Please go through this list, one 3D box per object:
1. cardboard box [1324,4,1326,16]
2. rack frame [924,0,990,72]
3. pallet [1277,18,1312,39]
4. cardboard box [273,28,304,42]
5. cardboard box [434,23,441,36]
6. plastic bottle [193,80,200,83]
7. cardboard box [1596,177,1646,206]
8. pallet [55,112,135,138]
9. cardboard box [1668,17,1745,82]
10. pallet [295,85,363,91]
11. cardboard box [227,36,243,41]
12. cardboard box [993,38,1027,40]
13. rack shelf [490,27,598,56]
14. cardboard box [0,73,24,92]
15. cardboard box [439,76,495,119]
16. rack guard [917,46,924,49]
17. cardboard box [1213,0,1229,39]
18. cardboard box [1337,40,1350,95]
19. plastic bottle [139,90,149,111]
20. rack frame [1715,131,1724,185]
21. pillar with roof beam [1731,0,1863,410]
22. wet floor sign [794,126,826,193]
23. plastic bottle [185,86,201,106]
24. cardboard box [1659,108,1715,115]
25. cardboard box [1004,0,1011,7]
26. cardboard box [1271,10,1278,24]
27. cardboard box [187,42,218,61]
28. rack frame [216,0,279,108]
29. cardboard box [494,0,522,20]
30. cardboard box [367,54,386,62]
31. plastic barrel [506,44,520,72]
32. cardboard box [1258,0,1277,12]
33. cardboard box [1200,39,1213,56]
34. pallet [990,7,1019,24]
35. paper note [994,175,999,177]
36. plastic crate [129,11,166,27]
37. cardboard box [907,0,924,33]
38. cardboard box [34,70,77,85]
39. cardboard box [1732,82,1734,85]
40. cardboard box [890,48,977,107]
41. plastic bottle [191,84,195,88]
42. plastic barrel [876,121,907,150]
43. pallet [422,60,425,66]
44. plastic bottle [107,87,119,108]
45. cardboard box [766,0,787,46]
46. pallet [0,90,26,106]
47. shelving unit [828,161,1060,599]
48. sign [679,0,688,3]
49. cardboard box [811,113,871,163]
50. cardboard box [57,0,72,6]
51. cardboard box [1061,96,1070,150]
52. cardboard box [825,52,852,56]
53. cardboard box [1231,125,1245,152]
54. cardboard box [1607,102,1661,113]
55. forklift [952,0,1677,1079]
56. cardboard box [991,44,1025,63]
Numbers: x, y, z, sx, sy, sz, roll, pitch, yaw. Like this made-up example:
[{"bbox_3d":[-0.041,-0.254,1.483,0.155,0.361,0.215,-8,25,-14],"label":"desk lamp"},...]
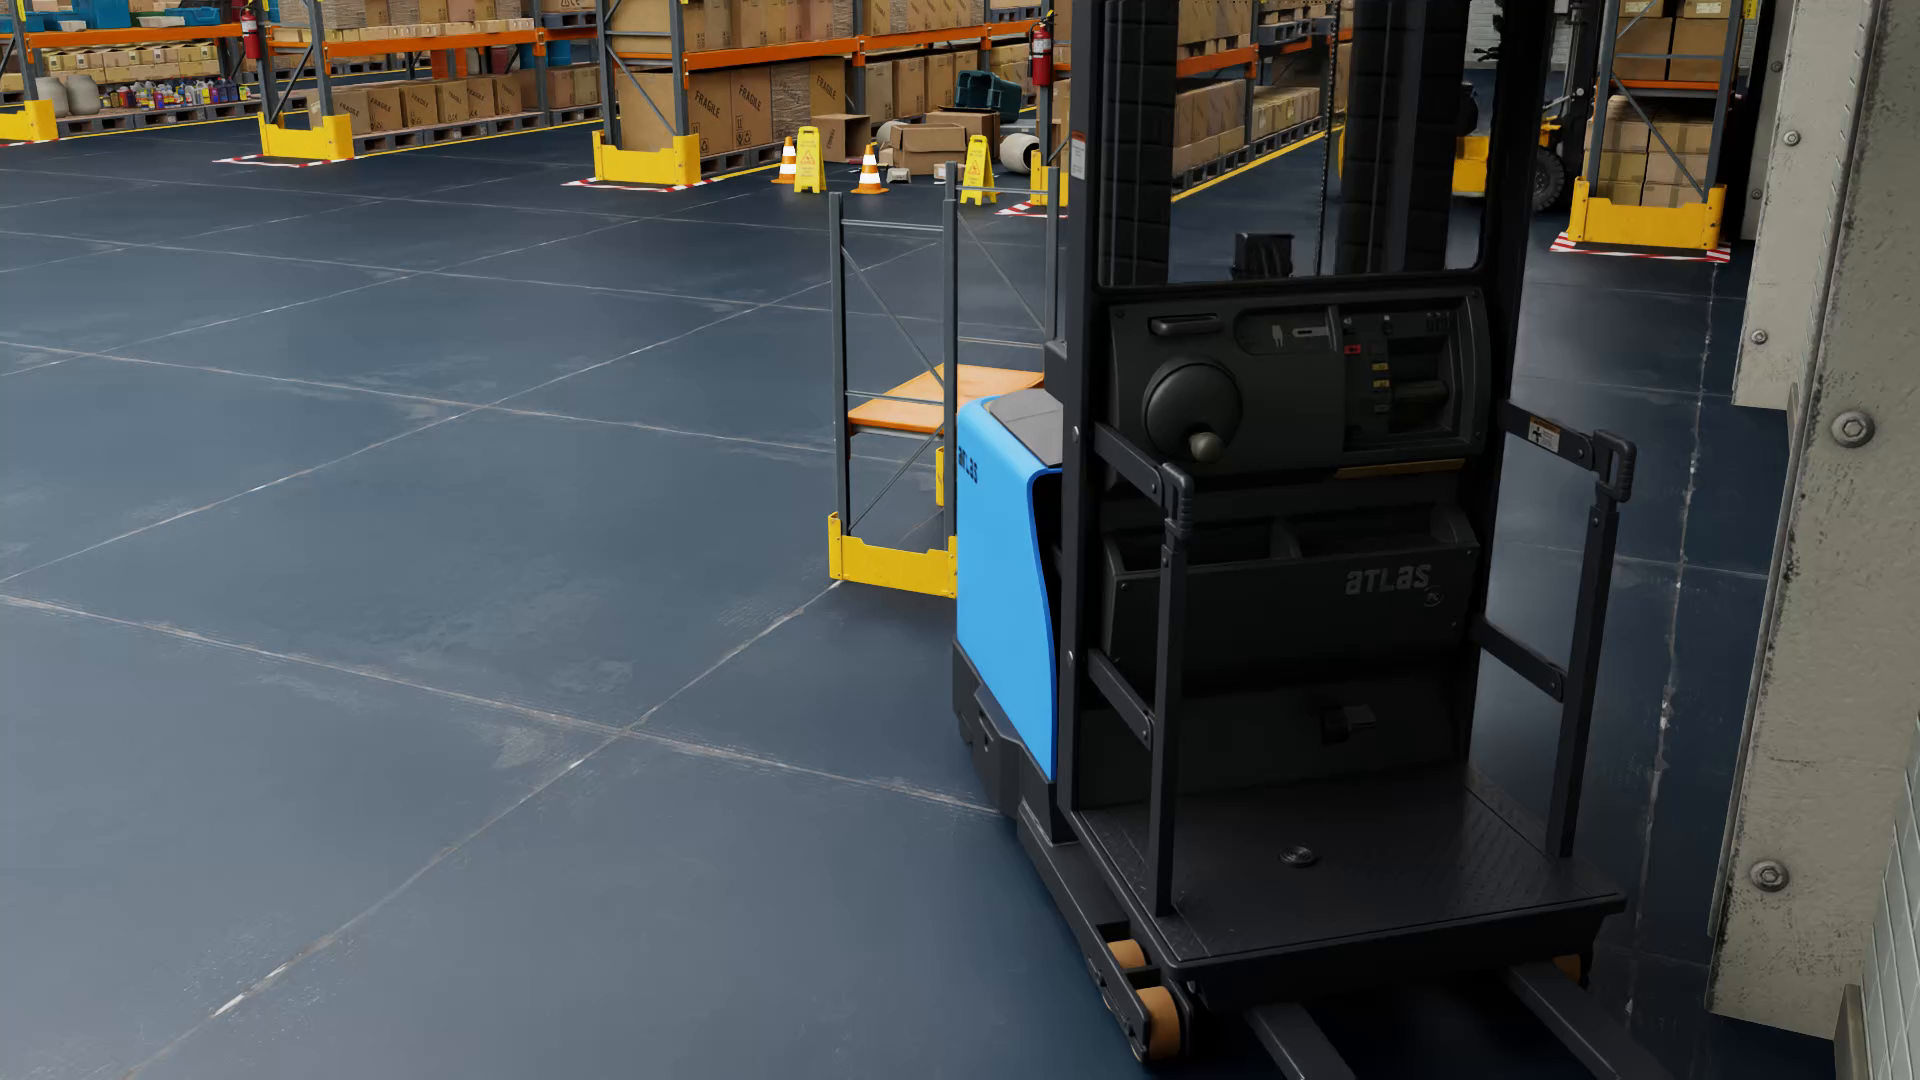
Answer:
[{"bbox_3d":[4.548,-6.914,21.682,0.380,0.149,0.250,9,21,24],"label":"cardboard box"},{"bbox_3d":[-0.046,-7.707,24.164,1.000,3.000,0.127,9,21,23],"label":"rack frame"},{"bbox_3d":[3.738,-6.358,20.656,1.003,0.211,1.213,9,21,23],"label":"pallet"},{"bbox_3d":[-7.877,-5.970,19.655,0.380,0.149,0.250,9,21,23],"label":"cardboard box"},{"bbox_3d":[-6.788,-6.449,21.001,0.380,0.149,0.250,9,21,23],"label":"cardboard box"},{"bbox_3d":[-11.324,-6.660,24.627,0.152,0.276,0.135,9,22,25],"label":"plastic bottle"},{"bbox_3d":[5.669,-3.023,14.469,0.500,0.250,0.500,9,21,23],"label":"cardboard box"},{"bbox_3d":[-11.999,-5.616,22.446,1.003,0.211,1.213,9,21,23],"label":"pallet"},{"bbox_3d":[6.221,-4.094,13.855,0.500,0.500,0.500,9,22,24],"label":"cardboard box"},{"bbox_3d":[-9.902,-7.181,26.847,1.003,0.211,1.213,9,21,23],"label":"pallet"},{"bbox_3d":[-13.378,-9.498,31.154,0.500,0.250,0.500,9,22,25],"label":"cardboard box"},{"bbox_3d":[0.832,-7.951,26.833,0.500,0.250,0.500,9,22,24],"label":"cardboard box"},{"bbox_3d":[-5.349,-7.468,24.566,1.077,0.370,4.000,9,21,23],"label":"rack shelf"},{"bbox_3d":[-15.195,-7.287,26.459,0.500,0.250,0.500,9,21,23],"label":"cardboard box"},{"bbox_3d":[-6.596,-5.923,22.251,0.500,0.500,0.500,17,26,40],"label":"cardboard box"},{"bbox_3d":[-1.244,-9.694,33.481,1.175,0.500,0.348,9,21,23],"label":"rack guard"},{"bbox_3d":[2.505,-5.536,17.466,0.500,0.500,0.500,9,22,24],"label":"cardboard box"},{"bbox_3d":[5.239,-6.728,23.954,0.875,0.875,0.875,9,21,23],"label":"cardboard box"},{"bbox_3d":[-11.298,-6.086,23.021,0.097,0.271,0.097,0,20,0],"label":"plastic bottle"},{"bbox_3d":[7.403,-5.156,16.991,1.000,3.000,0.127,9,21,23],"label":"rack frame"},{"bbox_3d":[0.488,-5.606,9.302,9.100,9.000,0.400,9,21,23],"label":"pillar with roof beam"},{"bbox_3d":[-1.528,-3.872,16.893,0.267,0.644,0.232,5,20,13],"label":"wet floor sign"},{"bbox_3d":[-10.968,-6.357,23.775,0.152,0.276,0.135,9,21,24],"label":"plastic bottle"},{"bbox_3d":[6.550,-3.733,14.972,0.500,0.250,0.500,8,21,22],"label":"cardboard box"},{"bbox_3d":[0.541,-8.060,24.905,0.380,0.149,0.250,10,22,25],"label":"cardboard box"},{"bbox_3d":[3.498,-6.116,19.439,0.380,0.149,0.250,9,21,24],"label":"cardboard box"},{"bbox_3d":[-13.556,-8.752,29.741,0.500,0.311,0.500,9,22,24],"label":"cardboard box"},{"bbox_3d":[-10.687,-7.876,24.637,1.000,3.000,0.127,9,21,23],"label":"rack frame"},{"bbox_3d":[-6.409,-7.254,22.297,0.875,0.500,0.500,9,21,23],"label":"cardboard box"},{"bbox_3d":[-11.869,-9.841,33.239,0.500,0.500,0.500,8,21,22],"label":"cardboard box"},{"bbox_3d":[-8.252,-8.806,30.340,0.421,0.512,0.421,0,20,0],"label":"plastic barrel"},{"bbox_3d":[3.327,-6.325,19.058,0.500,0.500,0.500,9,22,24],"label":"cardboard box"},{"bbox_3d":[2.402,-5.109,17.233,0.380,0.149,0.250,9,21,23],"label":"cardboard box"},{"bbox_3d":[0.148,-7.849,24.850,1.213,0.211,1.003,9,21,23],"label":"pallet"},{"bbox_3d":[0.399,-3.955,18.075,0.032,0.001,0.123,9,21,23],"label":"paper note"},{"bbox_3d":[-11.500,-7.400,23.615,0.450,0.188,0.662,9,21,23],"label":"plastic crate"},{"bbox_3d":[-0.810,-6.962,21.920,0.500,0.500,0.500,8,21,22],"label":"cardboard box"},{"bbox_3d":[-14.813,-7.548,27.193,0.500,0.250,0.500,8,21,21],"label":"cardboard box"},{"bbox_3d":[9.672,-5.899,21.215,0.380,0.149,0.250,9,22,24],"label":"cardboard box"},{"bbox_3d":[-0.378,-6.671,23.982,1.050,0.750,0.750,8,21,22],"label":"cardboard box"},{"bbox_3d":[-11.002,-6.415,23.929,0.061,0.283,0.133,9,21,23],"label":"plastic bottle"},{"bbox_3d":[-0.749,-4.713,19.591,0.421,0.421,0.512,-9,22,-24],"label":"plastic barrel"},{"bbox_3d":[-11.148,-10.272,35.538,1.003,0.211,1.213,9,21,23],"label":"pallet"},{"bbox_3d":[-11.941,-6.240,23.436,0.061,0.283,0.133,9,22,24],"label":"plastic bottle"},{"bbox_3d":[-2.483,-5.945,18.985,0.875,0.550,0.500,9,21,23],"label":"cardboard box"},{"bbox_3d":[-15.568,-7.005,26.351,1.003,0.211,1.213,9,21,23],"label":"pallet"},{"bbox_3d":[-0.031,-0.683,6.652,0.587,1.500,1.083,9,21,23],"label":"shelving unit"},{"bbox_3d":[-2.818,-5.629,16.910,0.100,0.325,0.005,9,21,23],"label":"sign"},{"bbox_3d":[-1.384,-4.693,19.414,0.500,0.500,0.500,13,23,32],"label":"cardboard box"},{"bbox_3d":[-14.659,-8.997,27.642,0.500,0.500,0.500,10,22,27],"label":"cardboard box"},{"bbox_3d":[1.325,-4.150,16.519,0.500,0.500,0.500,9,21,23],"label":"cardboard box"},{"bbox_3d":[-2.549,-9.029,30.425,0.875,0.875,0.875,9,21,23],"label":"cardboard box"},{"bbox_3d":[2.876,-4.521,18.681,0.500,0.250,0.500,10,22,25],"label":"cardboard box"},{"bbox_3d":[6.285,-3.957,15.603,0.500,0.250,0.500,8,21,22],"label":"cardboard box"},{"bbox_3d":[0.842,-0.362,3.612,1.130,2.935,3.031,-5,20,-14],"label":"forklift"},{"bbox_3d":[0.665,-7.413,25.322,0.500,0.250,0.500,8,21,22],"label":"cardboard box"}]
